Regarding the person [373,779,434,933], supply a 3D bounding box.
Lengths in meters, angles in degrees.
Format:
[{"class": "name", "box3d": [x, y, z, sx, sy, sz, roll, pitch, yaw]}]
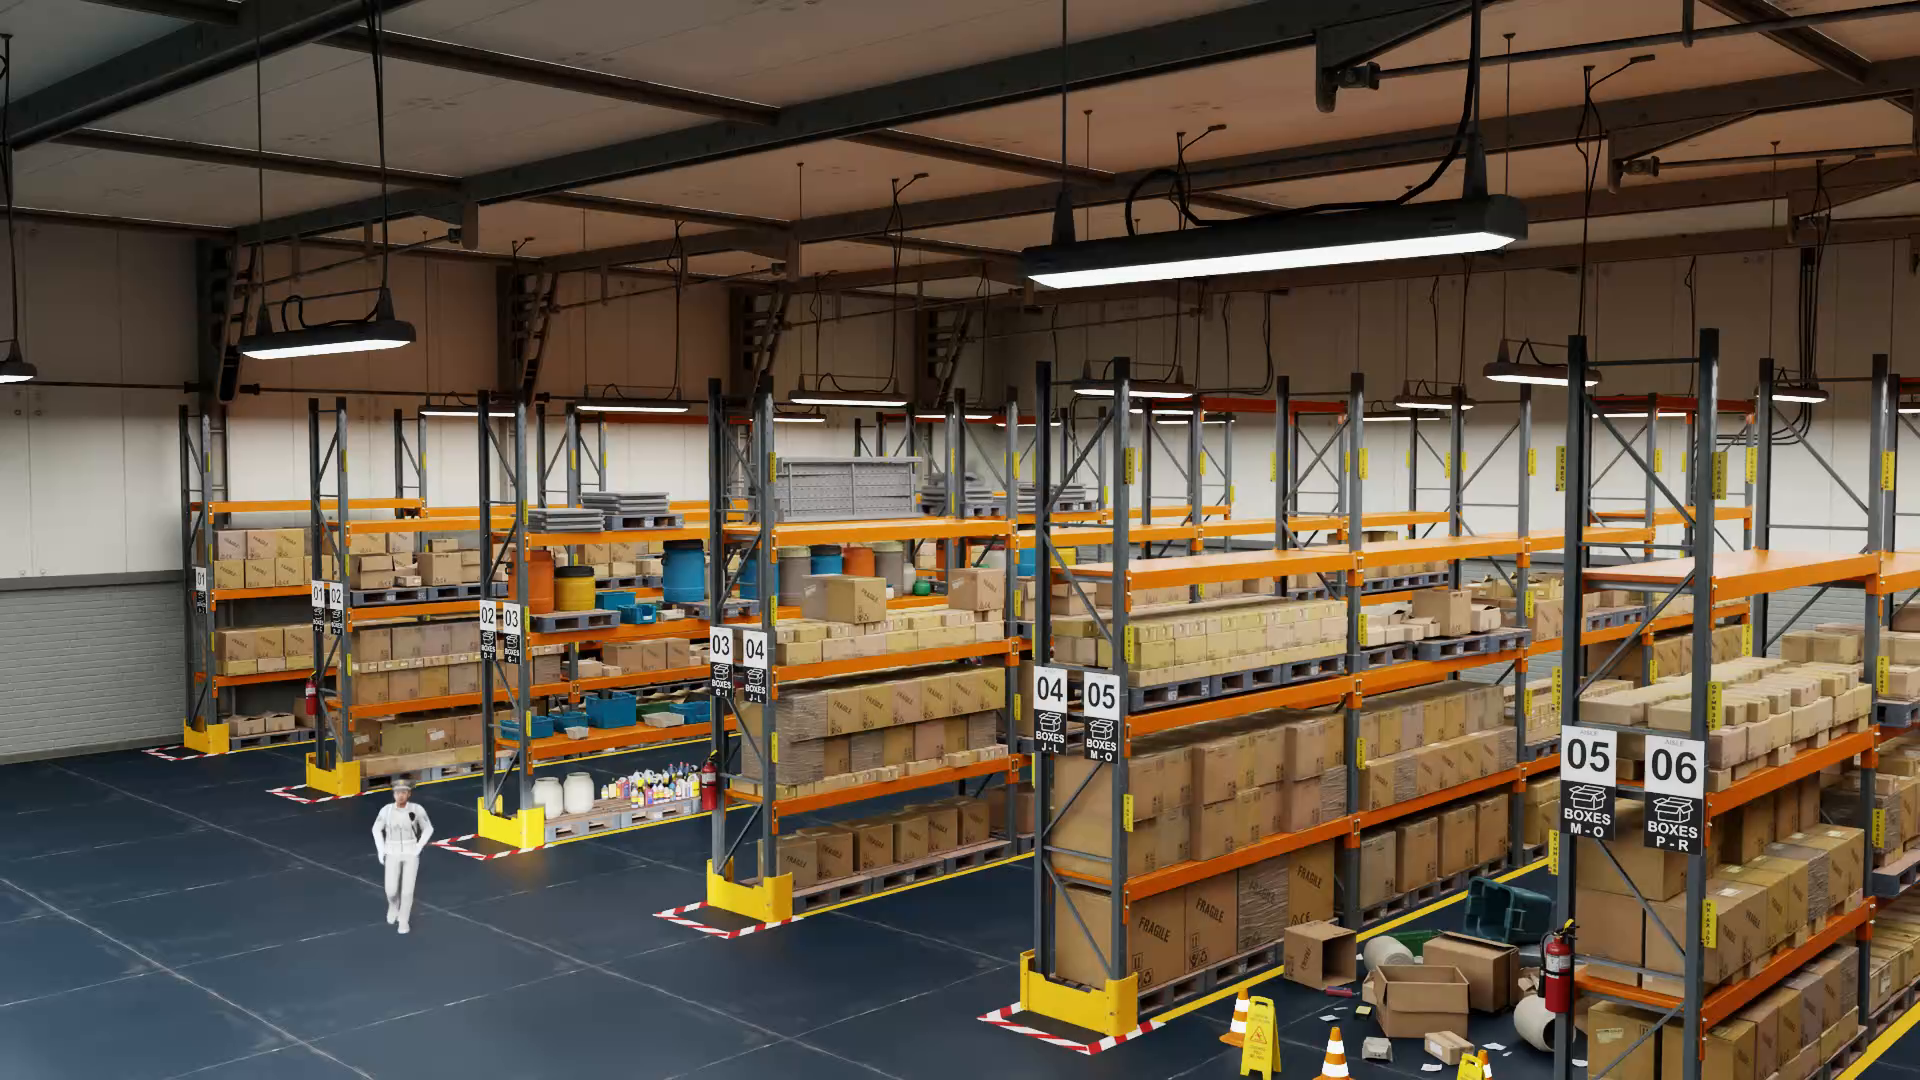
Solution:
[{"class": "person", "box3d": [-5.999, 3.392, 17.917, 0.631, 1.664, 0.539, -1, 3, -17]}]

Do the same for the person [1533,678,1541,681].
[{"class": "person", "box3d": [9.133, 2.976, 26.185, 0.753, 1.602, 0.624, -2, 4, -38]}]
